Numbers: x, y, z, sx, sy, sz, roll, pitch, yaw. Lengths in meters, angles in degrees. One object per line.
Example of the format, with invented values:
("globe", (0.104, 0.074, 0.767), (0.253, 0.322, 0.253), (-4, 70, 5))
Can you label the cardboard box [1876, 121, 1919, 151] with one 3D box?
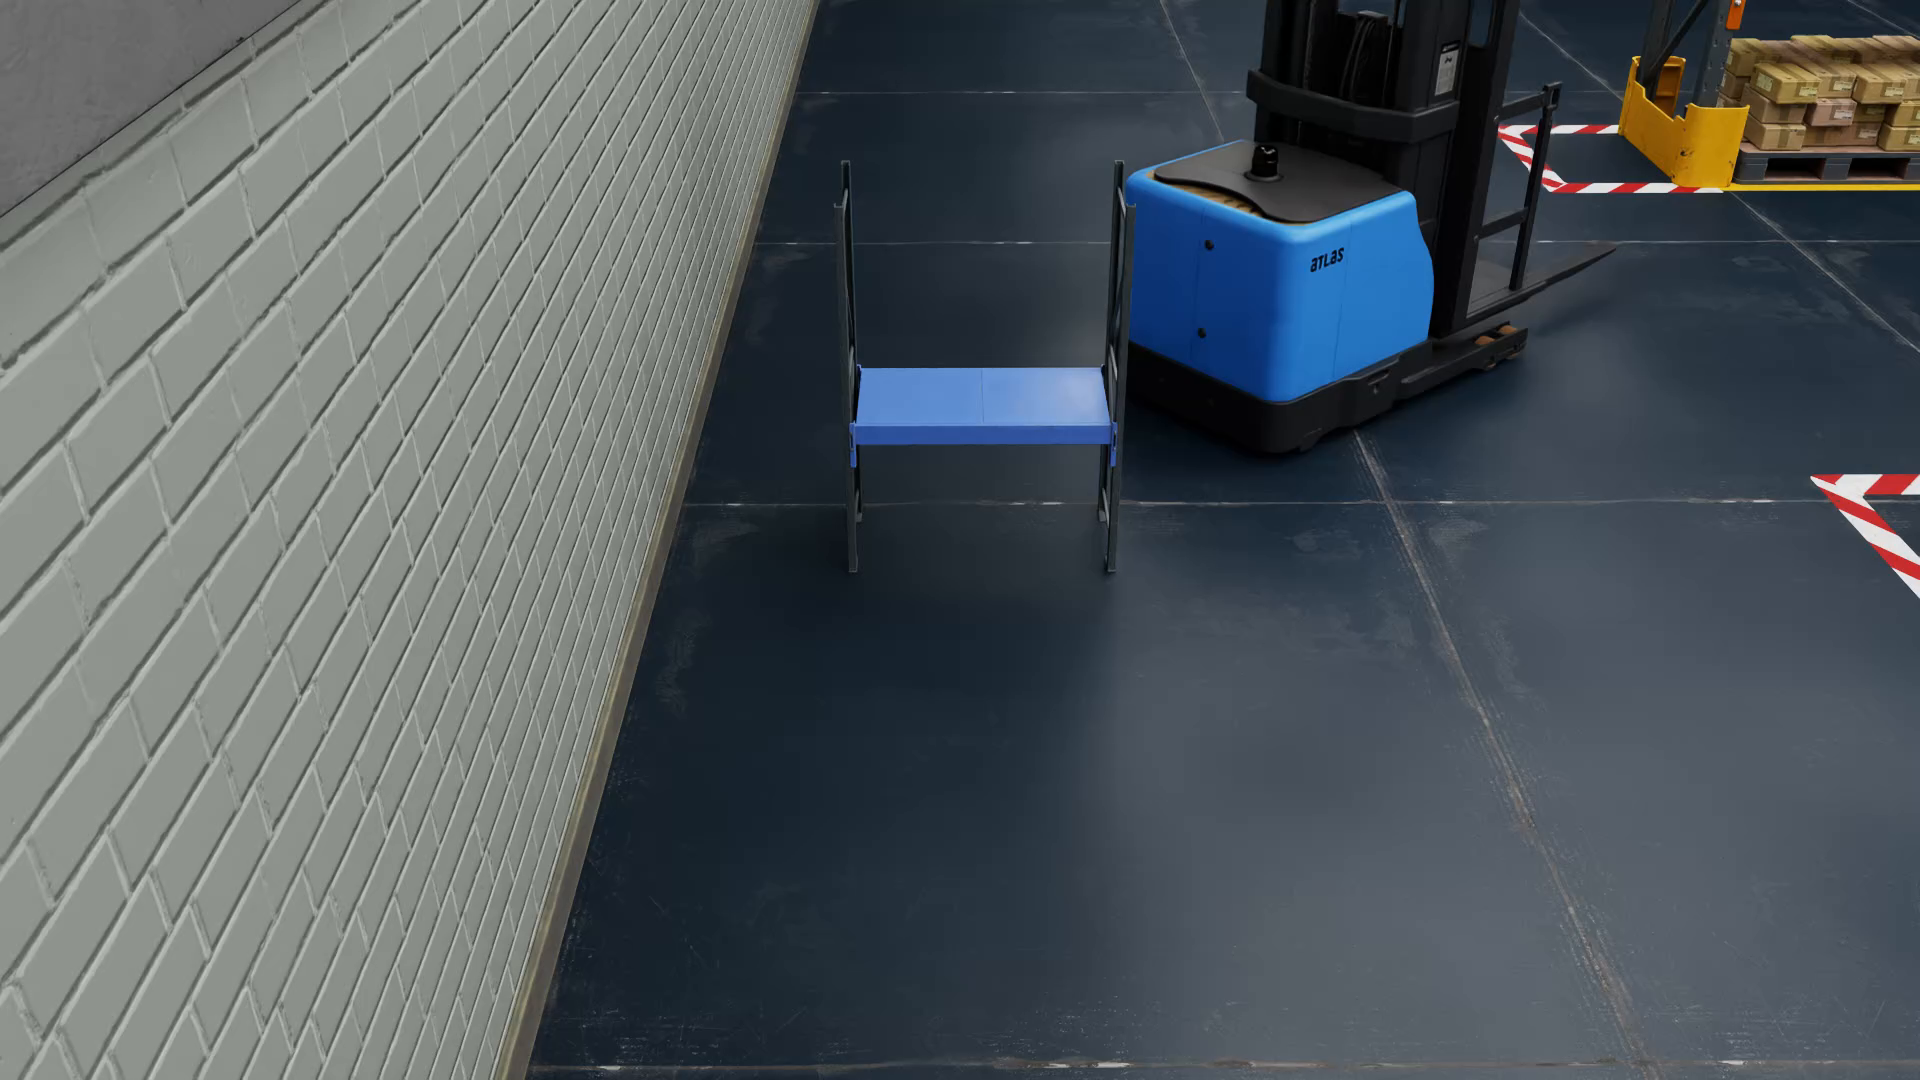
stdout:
("cardboard box", (5.866, -2.571, 10.439), (0.250, 0.149, 0.380), (0, 31, 0))

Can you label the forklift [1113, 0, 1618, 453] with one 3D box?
("forklift", (2.166, -2.264, 7.656), (3.031, 2.935, 1.130), (-24, 39, -34))

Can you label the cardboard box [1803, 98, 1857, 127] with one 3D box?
("cardboard box", (5.374, -2.711, 10.384), (0.250, 0.149, 0.380), (0, 31, -1))

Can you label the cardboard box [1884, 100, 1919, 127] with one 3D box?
("cardboard box", (5.875, -2.702, 10.369), (0.250, 0.149, 0.380), (1, 31, 1))

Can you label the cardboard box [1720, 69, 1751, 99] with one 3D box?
("cardboard box", (5.100, -3.021, 10.894), (0.250, 0.149, 0.380), (-1, 31, -2))

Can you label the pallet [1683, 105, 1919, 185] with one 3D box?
("pallet", (5.463, -2.575, 10.791), (1.213, 0.211, 1.003), (0, 31, 0))

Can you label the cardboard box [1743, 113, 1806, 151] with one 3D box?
("cardboard box", (5.100, -2.580, 10.453), (0.250, 0.149, 0.380), (0, 31, 1))

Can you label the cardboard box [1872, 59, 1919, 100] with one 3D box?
("cardboard box", (5.876, -2.865, 10.350), (0.250, 0.149, 0.380), (-2, 31, -3))

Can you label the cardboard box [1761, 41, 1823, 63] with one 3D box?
("cardboard box", (5.354, -3.102, 10.742), (0.250, 0.149, 0.380), (0, 31, 1))

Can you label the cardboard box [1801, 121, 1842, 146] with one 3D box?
("cardboard box", (5.361, -2.623, 10.525), (0.250, 0.149, 0.380), (0, 31, 0))

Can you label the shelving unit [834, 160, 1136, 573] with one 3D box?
("shelving unit", (0.085, -0.641, 6.361), (1.048, 1.500, 0.538), (0, 31, 0))

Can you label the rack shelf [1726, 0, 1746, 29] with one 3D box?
("rack shelf", (6.574, -3.482, 10.291), (4.000, 0.370, 1.077), (0, 31, 0))

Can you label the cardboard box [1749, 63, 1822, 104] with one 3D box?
("cardboard box", (5.100, -2.824, 10.282), (0.250, 0.149, 0.380), (-2, 31, -3))

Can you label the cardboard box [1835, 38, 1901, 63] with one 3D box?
("cardboard box", (5.871, -3.137, 10.799), (0.250, 0.149, 0.380), (-1, 31, -2))

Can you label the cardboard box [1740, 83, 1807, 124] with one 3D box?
("cardboard box", (5.100, -2.740, 10.430), (0.250, 0.149, 0.380), (1, 31, 2))

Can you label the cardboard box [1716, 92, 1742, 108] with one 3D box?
("cardboard box", (5.100, -2.854, 10.905), (0.250, 0.149, 0.380), (0, 31, 1))

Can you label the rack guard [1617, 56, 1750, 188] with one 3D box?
("rack guard", (4.650, -2.715, 10.742), (0.348, 0.500, 1.175), (0, 31, 0))

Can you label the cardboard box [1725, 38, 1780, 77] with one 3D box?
("cardboard box", (5.102, -3.131, 10.789), (0.250, 0.149, 0.380), (0, 31, 0))

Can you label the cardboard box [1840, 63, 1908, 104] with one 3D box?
("cardboard box", (5.628, -2.821, 10.278), (0.250, 0.149, 0.380), (0, 31, 0))

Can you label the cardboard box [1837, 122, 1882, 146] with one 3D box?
("cardboard box", (5.610, -2.627, 10.532), (0.250, 0.149, 0.380), (0, 31, 0))

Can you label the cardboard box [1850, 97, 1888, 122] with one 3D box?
("cardboard box", (5.618, -2.758, 10.460), (0.250, 0.149, 0.380), (0, 31, 0))

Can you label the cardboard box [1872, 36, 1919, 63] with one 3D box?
("cardboard box", (6.140, -3.167, 10.848), (0.250, 0.149, 0.380), (1, 31, 2))

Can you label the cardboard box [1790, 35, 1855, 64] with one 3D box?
("cardboard box", (5.612, -3.169, 10.852), (0.250, 0.149, 0.380), (-1, 31, -1))

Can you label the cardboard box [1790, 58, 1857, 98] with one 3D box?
("cardboard box", (5.375, -2.887, 10.386), (0.250, 0.149, 0.380), (0, 31, 1))

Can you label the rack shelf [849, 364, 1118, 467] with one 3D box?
("rack shelf", (0.085, -0.488, 6.455), (1.000, 0.185, 0.538), (0, 31, 0))

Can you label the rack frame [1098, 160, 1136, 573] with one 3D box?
("rack frame", (0.594, -0.643, 6.364), (0.032, 1.500, 0.500), (0, 31, 0))

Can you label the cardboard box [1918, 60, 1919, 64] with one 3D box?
("cardboard box", (6.153, -2.861, 10.344), (0.250, 0.149, 0.380), (1, 31, 2))

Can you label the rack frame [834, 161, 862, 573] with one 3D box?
("rack frame", (-0.423, -0.640, 6.359), (0.032, 1.500, 0.500), (0, 31, 0))

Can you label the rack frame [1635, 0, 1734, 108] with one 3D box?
("rack frame", (4.574, -3.783, 10.094), (0.127, 3.000, 1.000), (0, 31, 0))
